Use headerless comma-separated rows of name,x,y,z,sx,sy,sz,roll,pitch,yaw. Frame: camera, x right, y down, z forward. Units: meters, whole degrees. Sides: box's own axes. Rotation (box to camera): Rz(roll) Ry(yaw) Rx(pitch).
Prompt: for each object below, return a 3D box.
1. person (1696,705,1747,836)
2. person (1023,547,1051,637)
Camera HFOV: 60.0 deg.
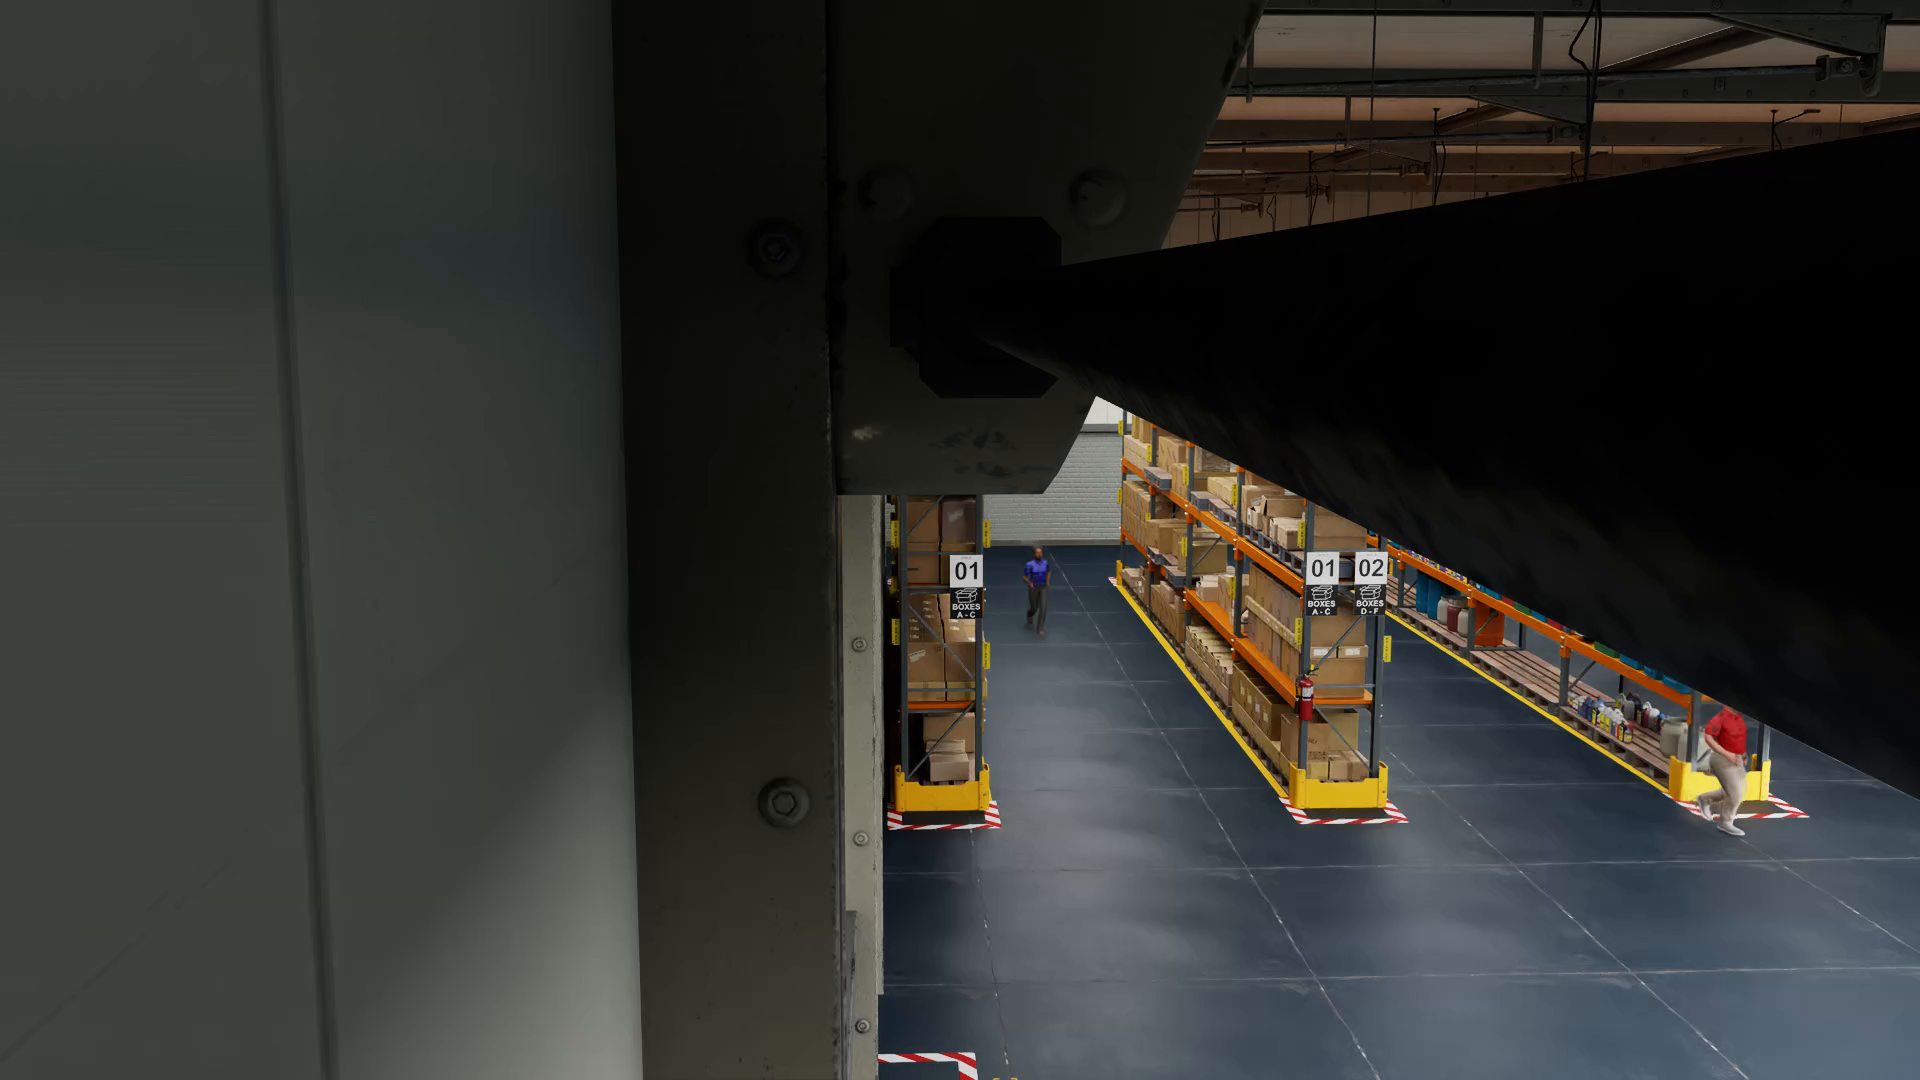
person,9.057,2.610,19.682,0.678,1.682,0.608,-7,11,-39
person,1.459,0.945,31.177,0.578,1.641,0.782,-2,9,-13
